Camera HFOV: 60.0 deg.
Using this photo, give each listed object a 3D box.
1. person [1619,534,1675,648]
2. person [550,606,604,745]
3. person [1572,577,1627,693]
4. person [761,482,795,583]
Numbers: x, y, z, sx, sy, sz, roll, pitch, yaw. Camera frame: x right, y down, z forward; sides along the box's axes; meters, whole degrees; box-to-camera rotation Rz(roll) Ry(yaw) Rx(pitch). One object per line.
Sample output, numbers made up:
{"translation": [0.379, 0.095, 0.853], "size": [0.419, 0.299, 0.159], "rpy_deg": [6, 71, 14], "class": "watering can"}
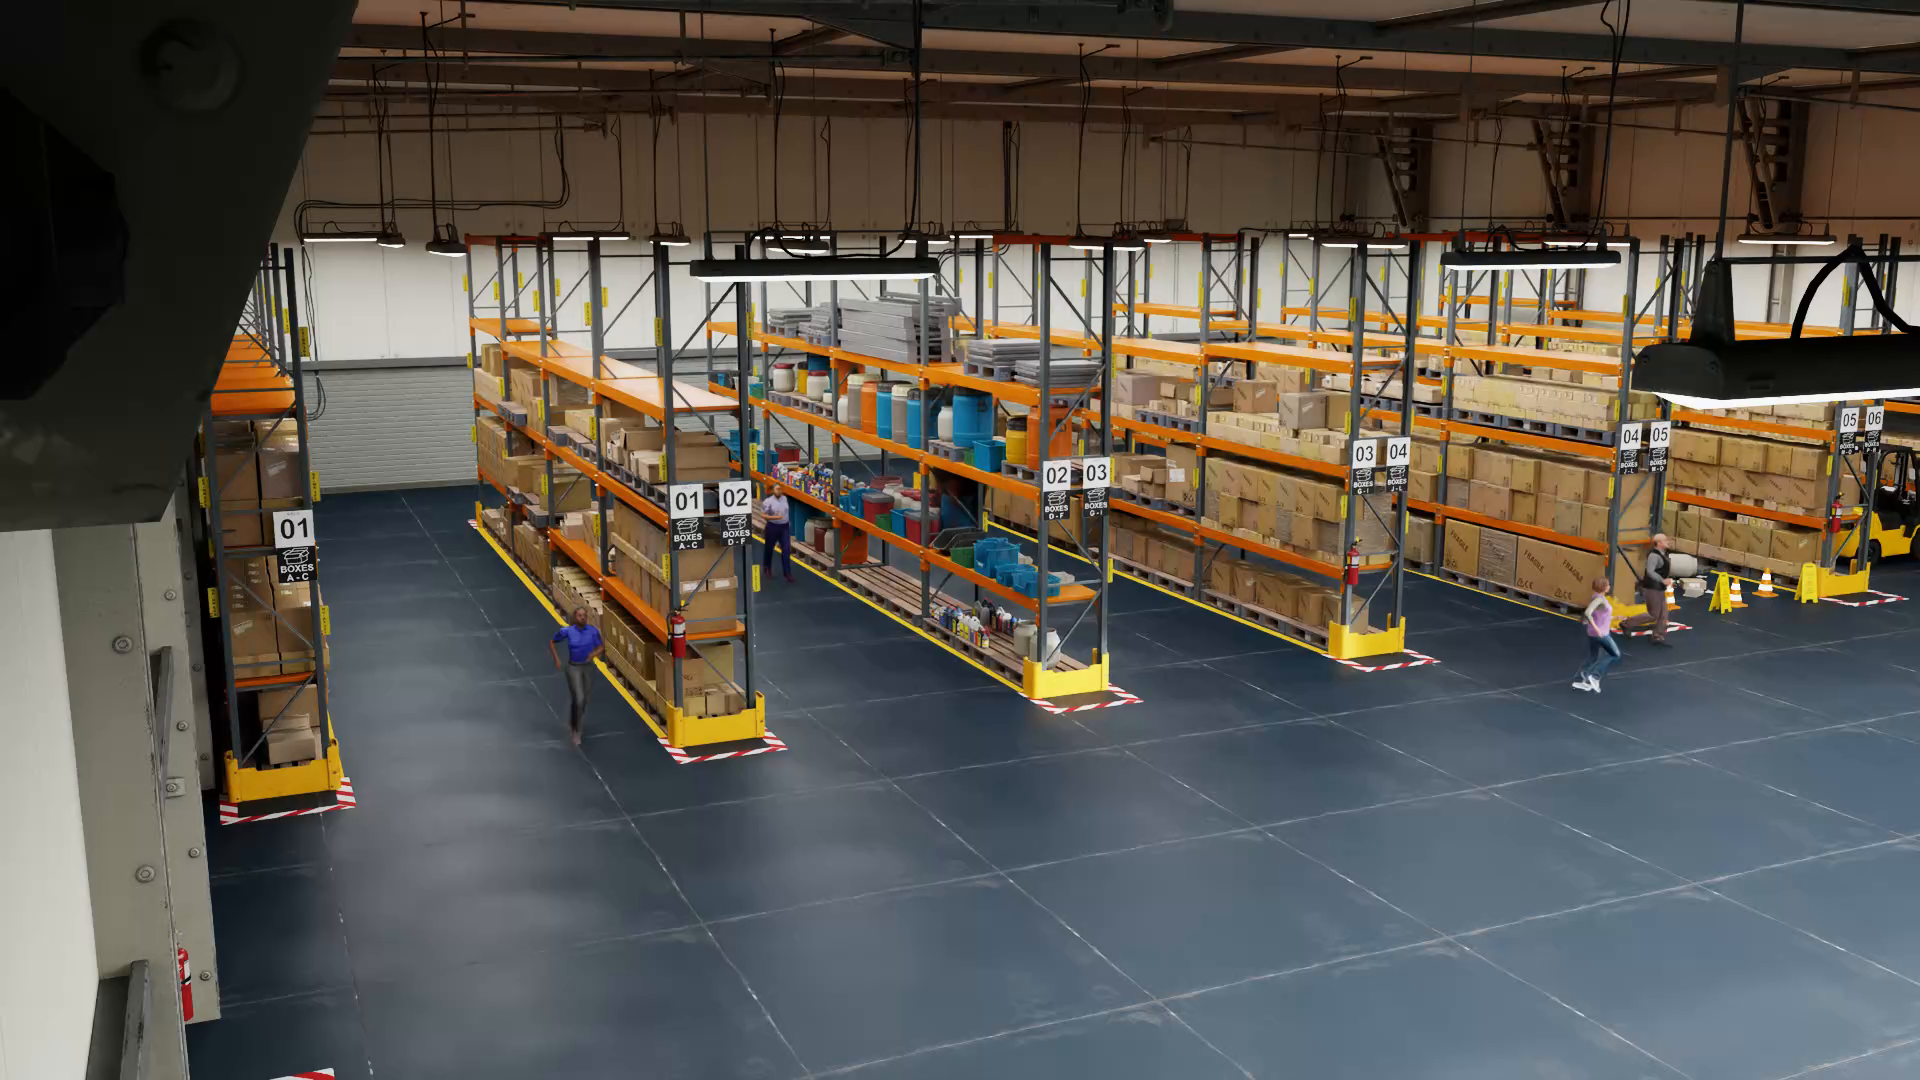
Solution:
{"translation": [10.317, 0.743, 24.869], "size": [0.788, 1.720, 0.694], "rpy_deg": [5, 12, 25], "class": "person"}
{"translation": [-4.667, 1.641, 20.429], "size": [0.582, 1.701, 0.670], "rpy_deg": [-8, 14, -36], "class": "person"}
{"translation": [8.604, 1.273, 22.338], "size": [0.643, 1.572, 0.508], "rpy_deg": [2, 11, 10], "class": "person"}
{"translation": [-3.076, -0.130, 28.095], "size": [0.606, 1.694, 0.836], "rpy_deg": [-7, 13, -30], "class": "person"}
